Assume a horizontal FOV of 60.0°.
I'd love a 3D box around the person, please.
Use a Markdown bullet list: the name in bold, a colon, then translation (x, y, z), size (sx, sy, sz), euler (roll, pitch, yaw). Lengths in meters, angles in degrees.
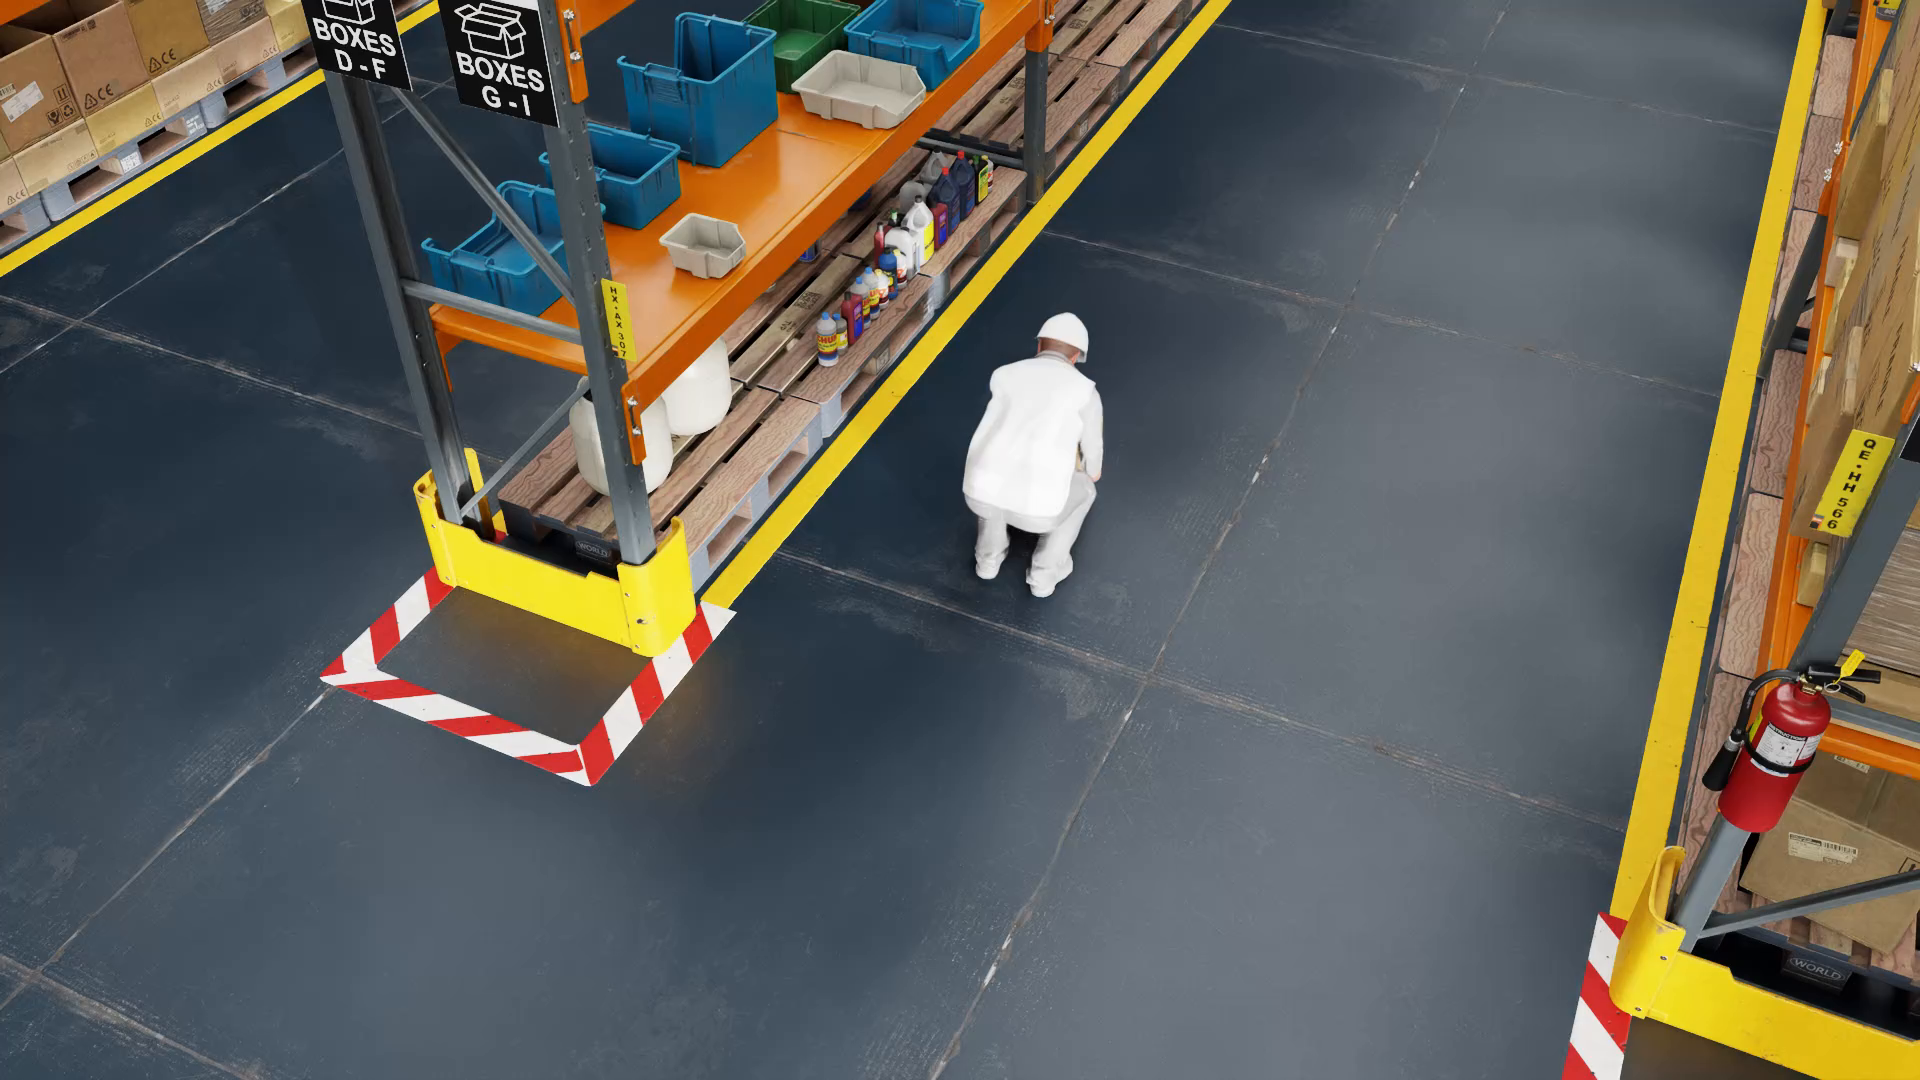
- **person**: translation (0.332, -0.342, 7.113), size (0.511, 0.996, 0.943), euler (16, 44, 17)
